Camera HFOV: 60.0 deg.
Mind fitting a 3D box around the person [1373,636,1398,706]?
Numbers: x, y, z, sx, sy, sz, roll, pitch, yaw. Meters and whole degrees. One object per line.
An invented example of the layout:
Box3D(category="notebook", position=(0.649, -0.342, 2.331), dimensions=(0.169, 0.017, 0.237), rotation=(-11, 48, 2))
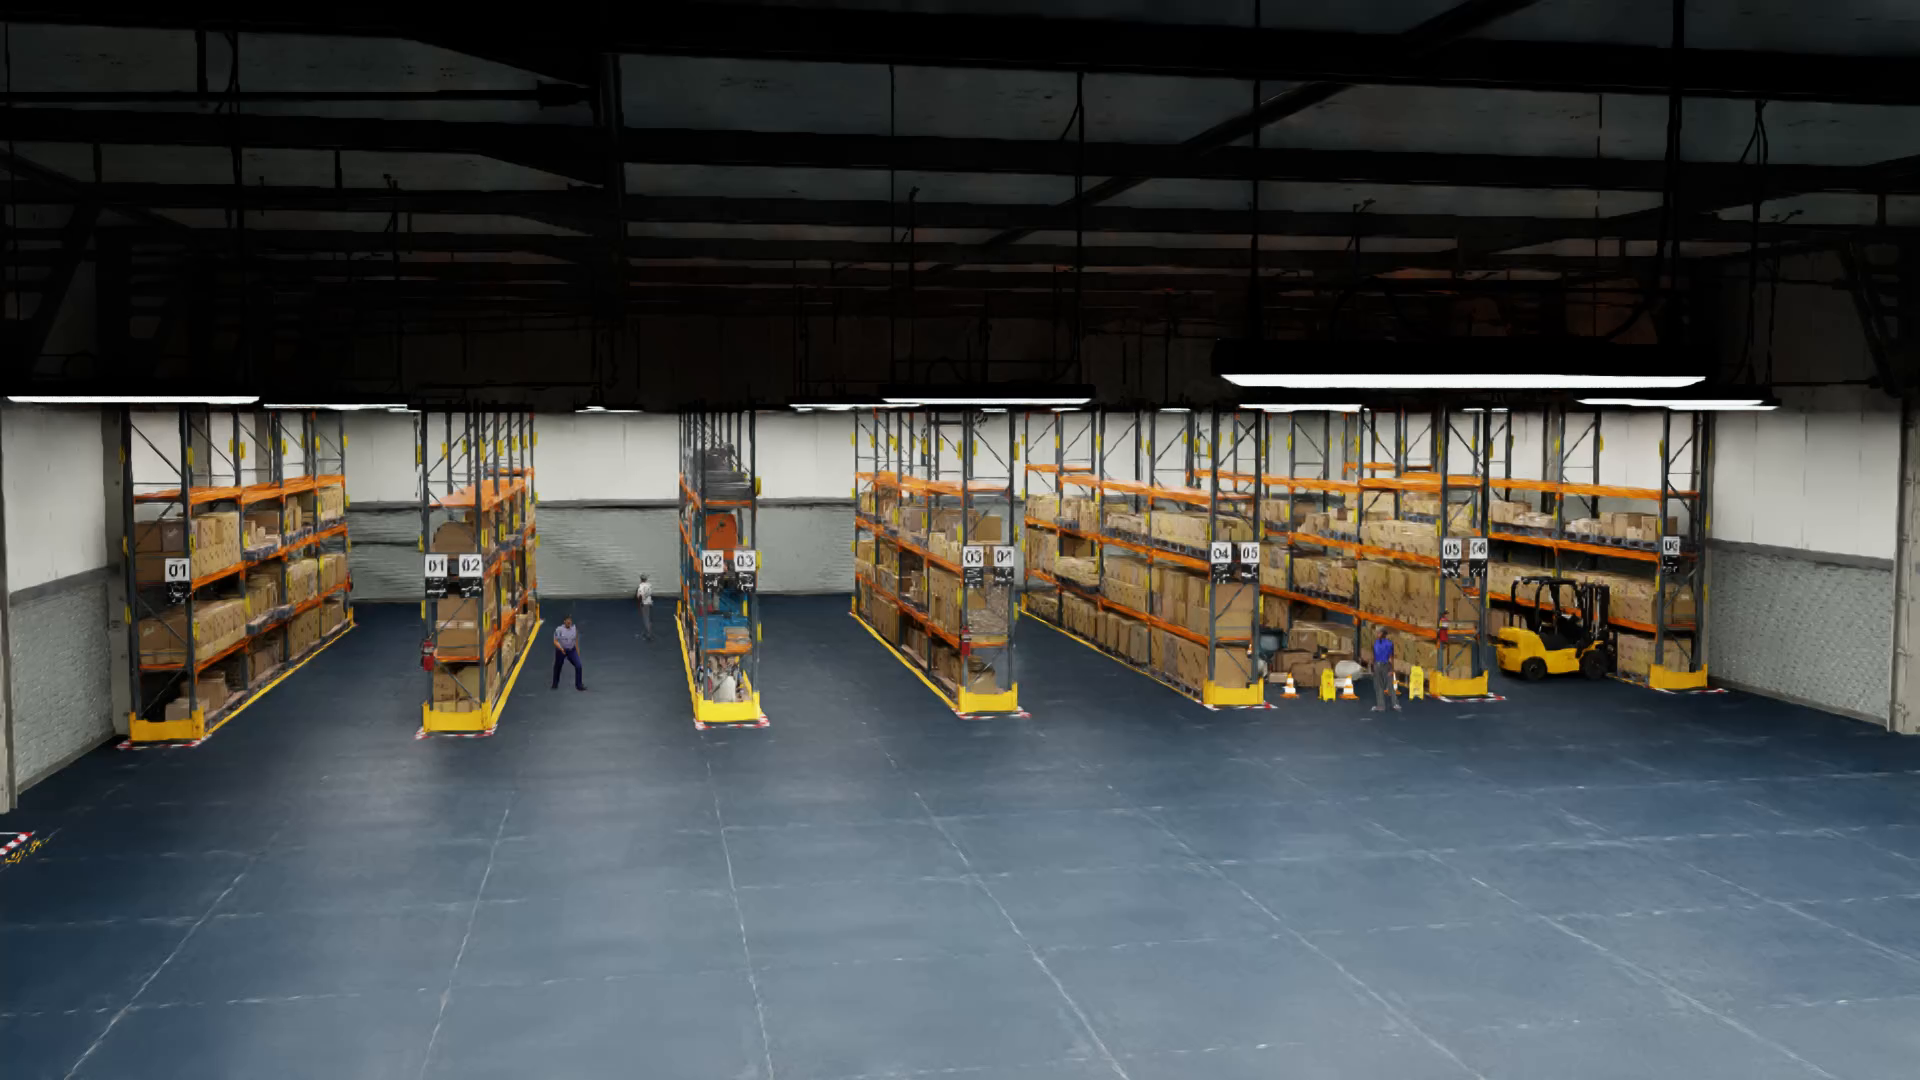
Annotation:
Box3D(category="person", position=(8.253, 2.541, 32.249), dimensions=(0.488, 1.377, 0.455), rotation=(-3, 5, -37))

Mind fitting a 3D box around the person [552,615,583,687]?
Box3D(category="person", position=(-8.188, 2.289, 34.542), dimensions=(0.593, 1.515, 0.806), rotation=(-2, 5, -28))

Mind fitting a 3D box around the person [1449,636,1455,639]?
Box3D(category="person", position=(11.923, 1.789, 40.918), dimensions=(0.543, 1.667, 0.571), rotation=(1, 4, 16))

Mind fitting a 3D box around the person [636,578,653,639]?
Box3D(category="person", position=(-8.061, 1.684, 42.422), dimensions=(0.546, 1.652, 0.558), rotation=(1, 4, 16))
